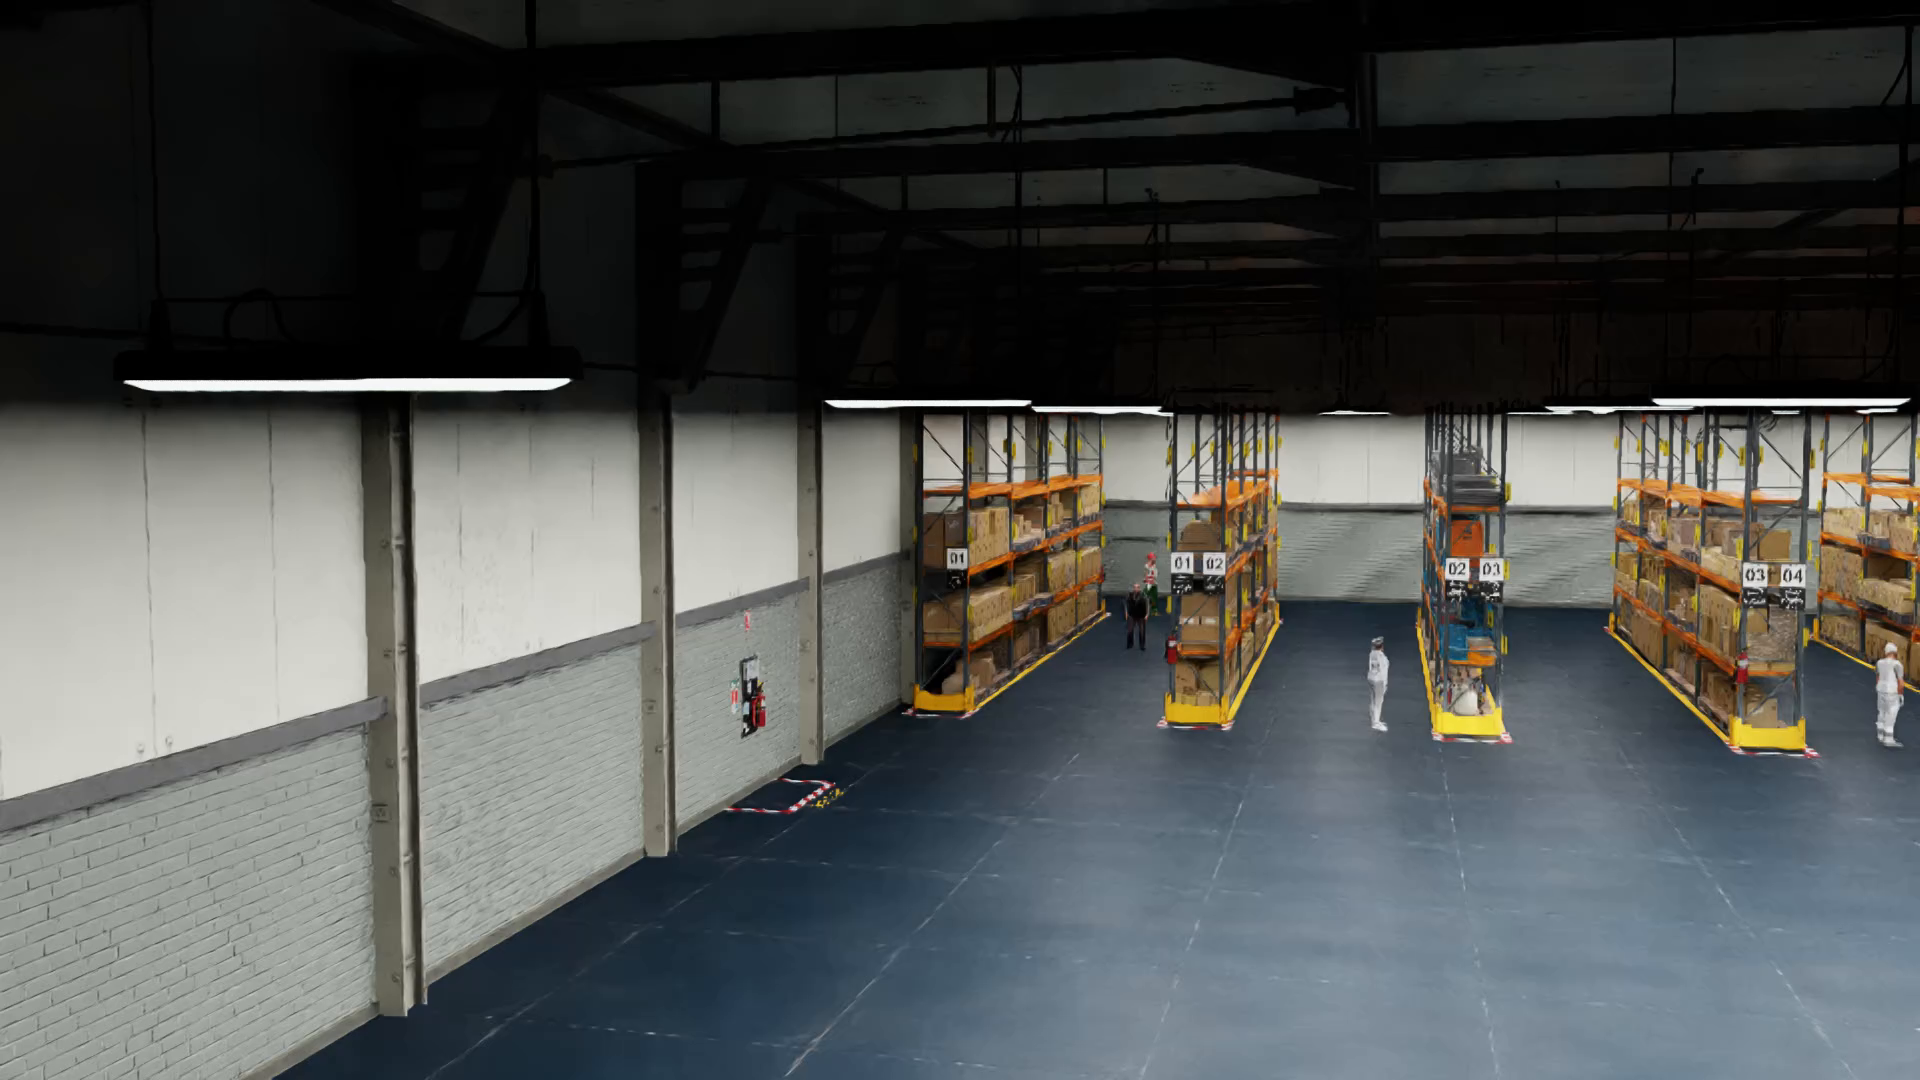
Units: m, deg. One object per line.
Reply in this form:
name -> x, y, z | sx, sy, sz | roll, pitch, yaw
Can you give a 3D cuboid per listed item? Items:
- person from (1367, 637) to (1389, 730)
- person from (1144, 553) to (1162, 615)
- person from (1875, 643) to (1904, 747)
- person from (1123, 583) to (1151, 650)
person -> 7.703, 2.617, 30.537 | 0.409, 1.676, 0.532 | -1, 4, -17
person -> 5.522, 1.271, 48.038 | 0.465, 1.791, 0.639 | 3, 5, 38
person -> 16.211, 2.673, 28.949 | 0.451, 1.789, 0.605 | -1, 4, -14
person -> 4.340, 1.883, 40.791 | 0.677, 1.674, 0.534 | 1, 4, 12
